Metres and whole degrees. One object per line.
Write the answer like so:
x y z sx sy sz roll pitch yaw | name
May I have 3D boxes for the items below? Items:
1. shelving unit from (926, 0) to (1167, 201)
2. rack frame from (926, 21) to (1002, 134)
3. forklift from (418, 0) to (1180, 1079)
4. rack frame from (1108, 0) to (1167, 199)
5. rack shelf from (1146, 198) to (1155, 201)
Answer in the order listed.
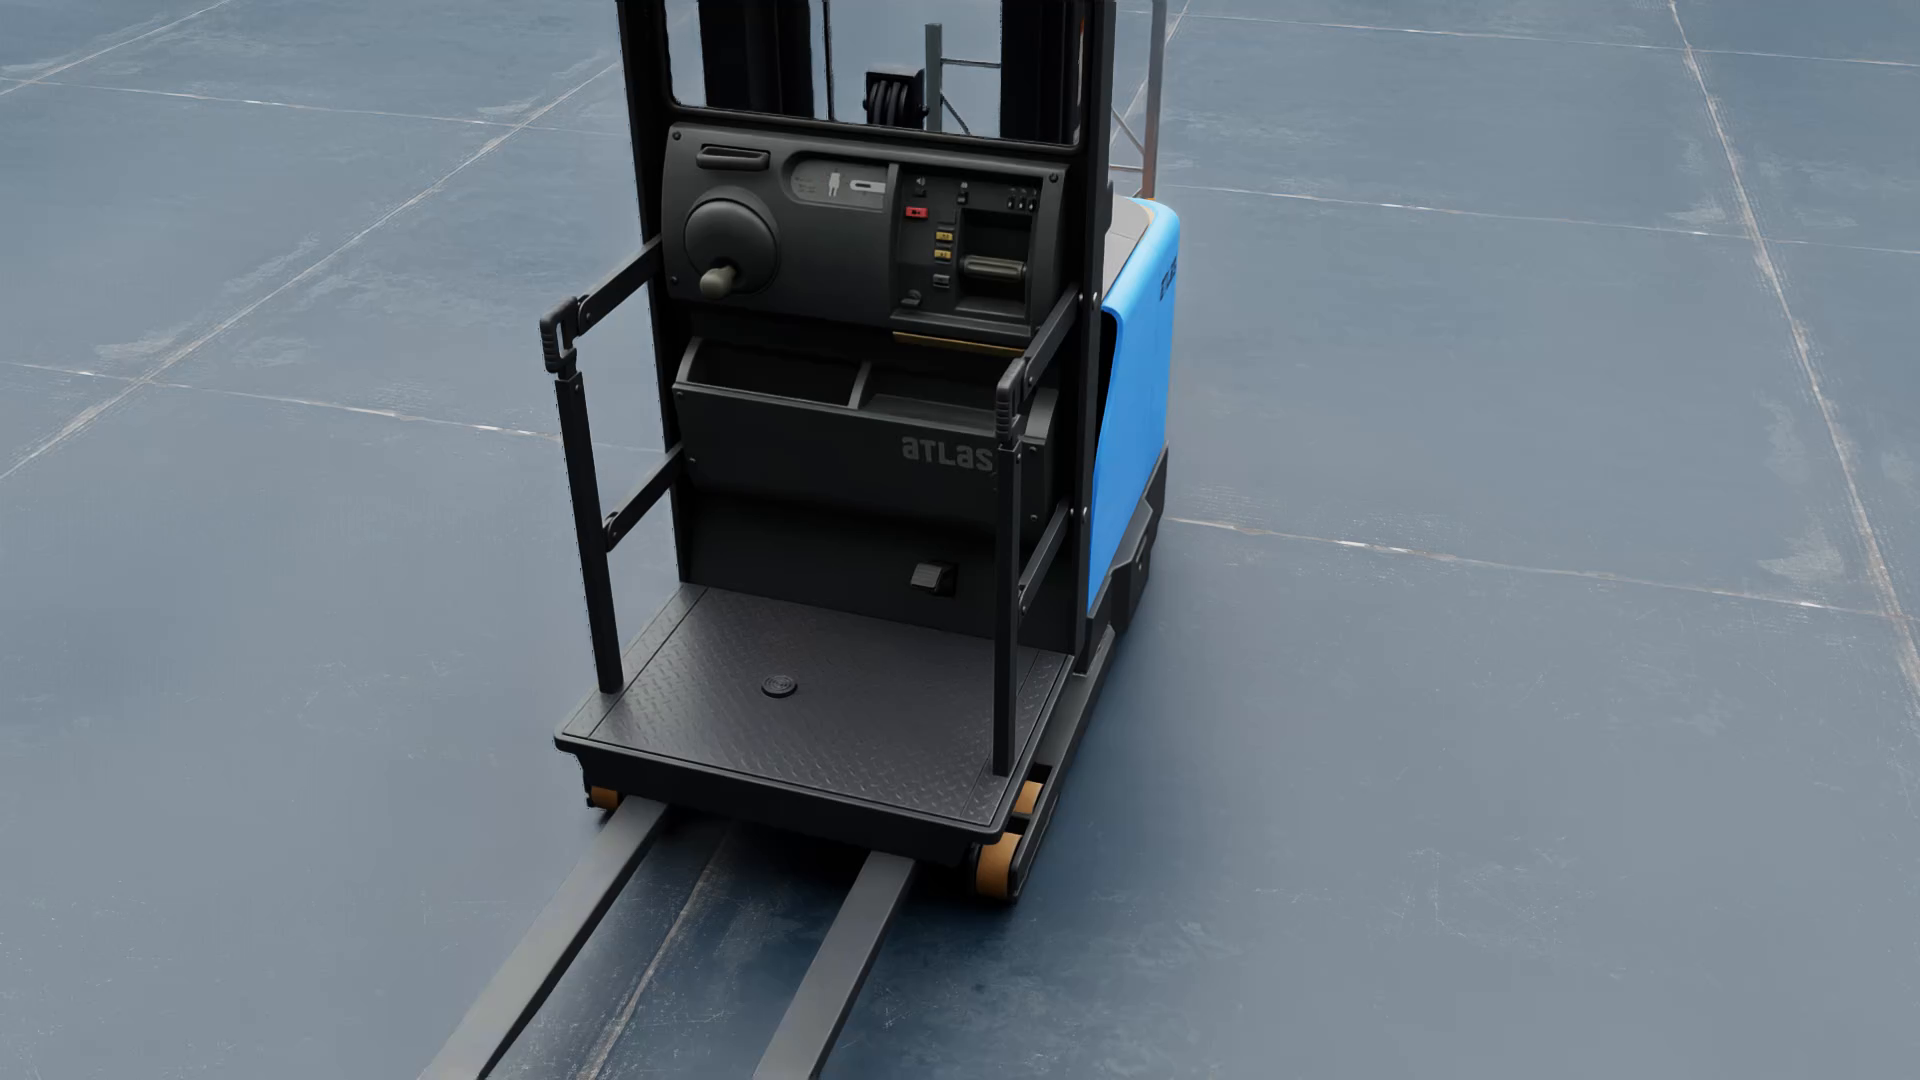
0.302 -1.088 5.563 0.587 1.500 1.083 10 34 15 | shelving unit
0.143 -0.824 5.148 0.500 1.500 0.032 10 34 15 | rack frame
-0.291 -0.632 3.512 1.130 2.935 3.031 10 34 15 | forklift
0.455 -1.343 5.964 0.500 1.500 0.032 10 34 15 | rack frame
0.299 -0.931 5.652 0.538 0.185 1.000 10 34 15 | rack shelf
